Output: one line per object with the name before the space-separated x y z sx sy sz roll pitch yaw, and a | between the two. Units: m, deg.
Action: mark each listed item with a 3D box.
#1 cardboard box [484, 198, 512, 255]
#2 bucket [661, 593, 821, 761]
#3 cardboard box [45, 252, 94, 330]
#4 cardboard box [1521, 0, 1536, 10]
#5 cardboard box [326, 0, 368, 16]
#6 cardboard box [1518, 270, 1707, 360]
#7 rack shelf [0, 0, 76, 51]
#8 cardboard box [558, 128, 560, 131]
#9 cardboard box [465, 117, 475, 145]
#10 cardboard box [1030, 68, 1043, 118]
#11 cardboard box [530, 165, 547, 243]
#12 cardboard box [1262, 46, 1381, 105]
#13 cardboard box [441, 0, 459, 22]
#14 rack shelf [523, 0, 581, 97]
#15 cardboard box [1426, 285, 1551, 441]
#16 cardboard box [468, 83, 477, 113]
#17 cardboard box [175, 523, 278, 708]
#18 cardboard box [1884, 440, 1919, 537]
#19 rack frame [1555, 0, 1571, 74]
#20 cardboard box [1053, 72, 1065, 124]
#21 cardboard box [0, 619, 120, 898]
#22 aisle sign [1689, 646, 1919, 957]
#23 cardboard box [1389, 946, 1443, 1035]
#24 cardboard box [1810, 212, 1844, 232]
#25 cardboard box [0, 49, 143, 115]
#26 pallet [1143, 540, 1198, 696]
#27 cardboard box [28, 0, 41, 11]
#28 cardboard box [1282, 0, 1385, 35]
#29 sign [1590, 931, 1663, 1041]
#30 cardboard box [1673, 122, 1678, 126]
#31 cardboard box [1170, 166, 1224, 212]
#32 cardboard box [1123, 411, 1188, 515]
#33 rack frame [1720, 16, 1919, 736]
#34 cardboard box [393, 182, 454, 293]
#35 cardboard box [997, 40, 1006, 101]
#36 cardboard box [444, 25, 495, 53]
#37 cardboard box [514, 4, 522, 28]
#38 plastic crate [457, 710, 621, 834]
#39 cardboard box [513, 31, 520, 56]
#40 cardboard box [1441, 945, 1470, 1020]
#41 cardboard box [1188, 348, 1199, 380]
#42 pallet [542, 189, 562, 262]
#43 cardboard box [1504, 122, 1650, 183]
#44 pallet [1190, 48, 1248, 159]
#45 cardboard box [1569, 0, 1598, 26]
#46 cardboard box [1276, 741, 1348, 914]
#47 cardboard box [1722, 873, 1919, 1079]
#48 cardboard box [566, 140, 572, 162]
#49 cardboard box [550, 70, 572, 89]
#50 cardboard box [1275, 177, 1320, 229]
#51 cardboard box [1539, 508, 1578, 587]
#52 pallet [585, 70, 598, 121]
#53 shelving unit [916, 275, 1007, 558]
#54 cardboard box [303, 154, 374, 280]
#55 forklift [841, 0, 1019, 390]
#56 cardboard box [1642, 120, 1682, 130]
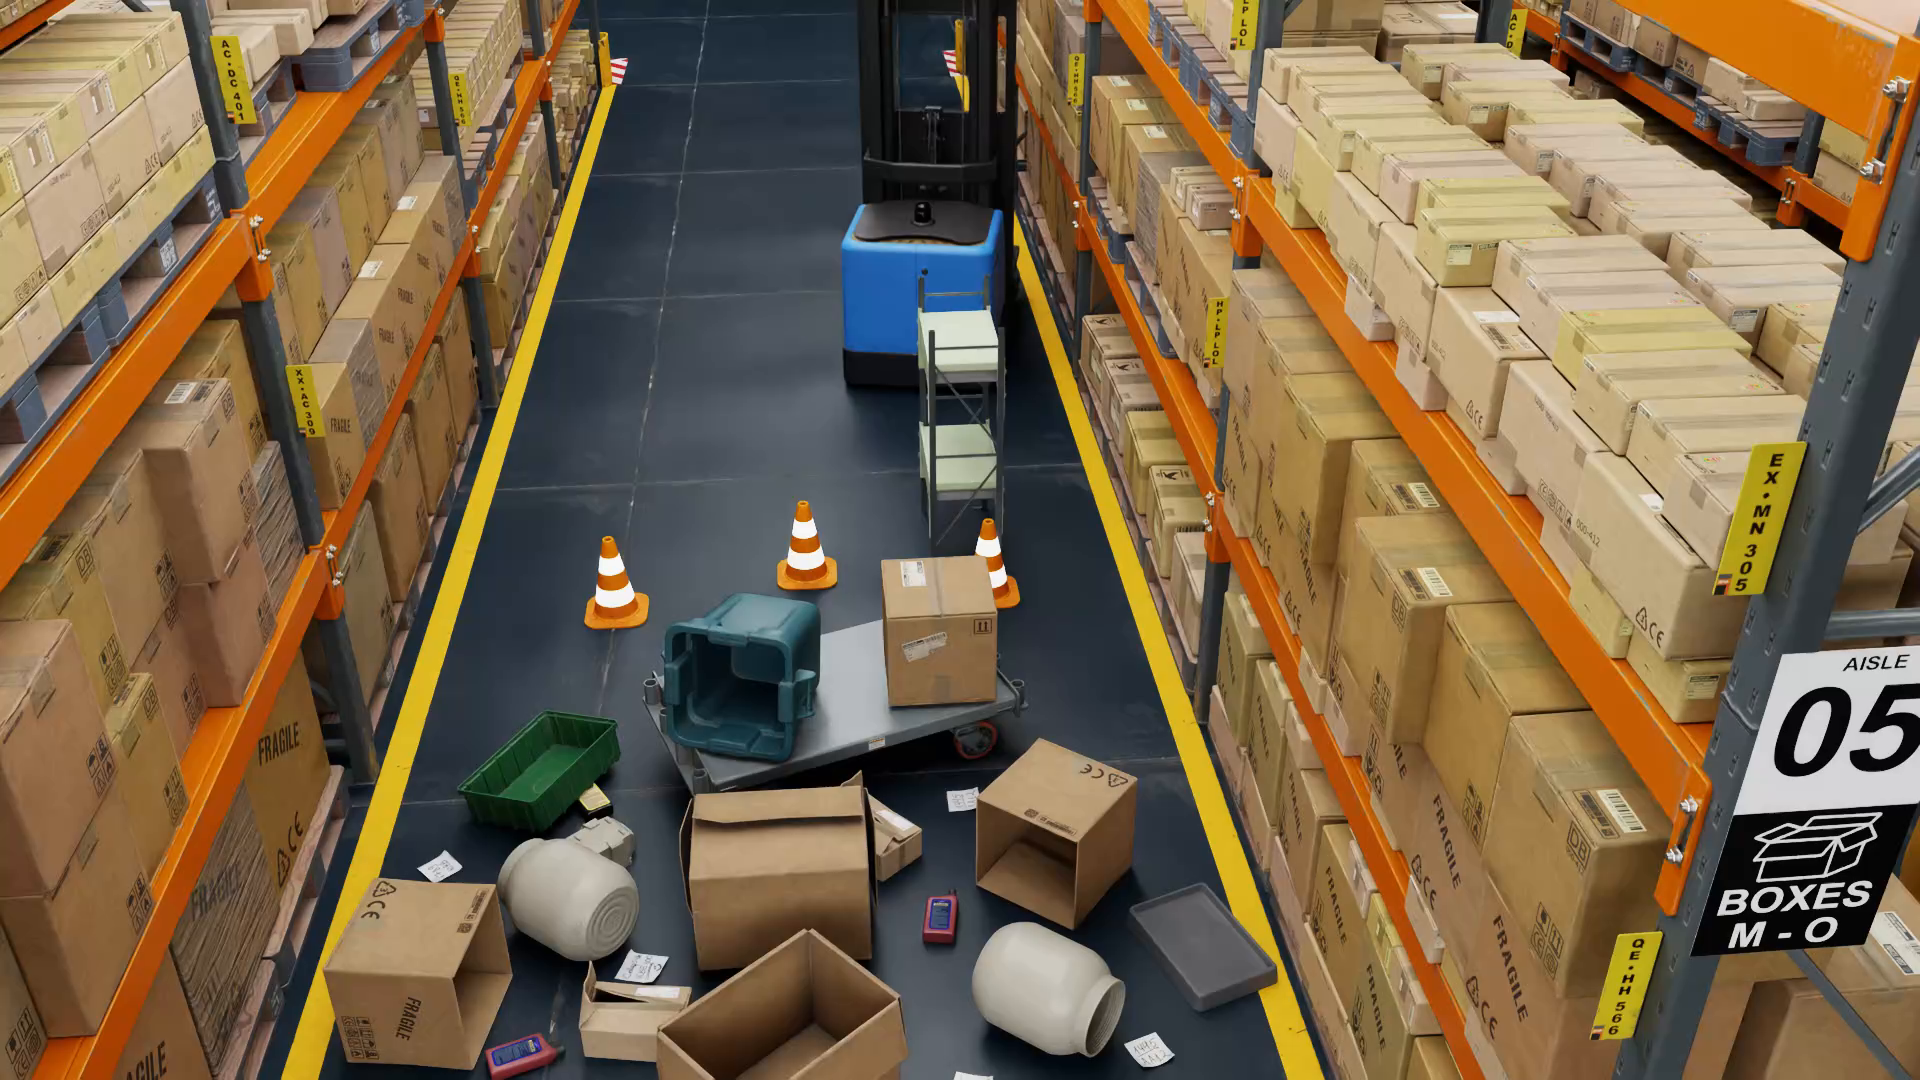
cardboard box | -3.496 -2.232 11.858 0.500 0.250 0.500 -3 31 -5
bucket | -0.944 0.574 7.574 0.726 0.611 0.620 8 22 13
cardboard box | -2.779 -0.720 4.843 0.380 0.149 0.250 -3 31 -5
cardboard box | 5.486 -5.057 15.536 0.380 0.149 0.250 -2 31 -3
cardboard box | -3.184 -2.860 8.083 0.500 0.500 0.500 -3 31 -5
cardboard box | 1.699 -0.585 4.347 0.380 0.149 0.250 -3 31 -5
rack shelf | -9.134 -4.748 15.476 1.077 0.370 4.000 -3 31 -5
cardboard box | -3.909 -3.892 15.422 0.380 0.149 0.250 -4 31 -7
cardboard box | -3.517 -2.765 11.290 0.380 0.149 0.250 -1 31 -2
cardboard box | 0.817 -3.427 12.709 0.500 0.250 0.500 -3 31 -5
cardboard box | -3.632 -2.702 13.376 0.500 0.500 0.500 -3 31 -6
cardboard box | 1.372 -1.772 6.334 0.380 0.149 0.250 -3 31 -5
cardboard box | -4.326 -4.626 14.182 0.500 0.500 0.500 -3 31 -5
rack shelf | -4.186 -4.934 15.788 1.077 0.370 4.000 -3 31 -5
cardboard box | 1.626 -0.505 4.602 0.500 0.250 0.500 -2 31 -3
cardboard box | -3.550 -3.040 11.459 0.380 0.149 0.250 -3 31 -4
cardboard box | -3.132 0.265 6.234 0.875 0.550 0.550 -3 31 -5
cardboard box | 2.211 -0.098 3.531 0.380 0.149 0.250 -3 31 -5
rack frame | 5.861 -4.751 14.778 1.000 3.000 0.127 -3 31 -5
cardboard box | 0.944 -3.116 11.700 0.500 0.250 0.500 -4 31 -6
cardboard box | -2.934 0.616 4.594 0.875 0.550 0.550 -3 31 -5
aisle sign | 1.758 0.545 3.377 0.394 0.787 0.004 -3 31 -5
cardboard box | 1.605 1.435 5.331 0.380 0.149 0.250 -2 31 -3
cardboard box | 6.497 -2.375 12.197 0.380 0.149 0.250 -1 31 -2
cardboard box | -2.854 -1.455 5.295 0.380 0.149 0.250 -3 31 -5
pallet | 1.593 0.373 8.919 1.003 0.211 1.213 -3 31 -5
cardboard box | -8.817 -5.024 15.481 0.380 0.149 0.250 -2 31 -4
cardboard box | 1.486 -2.335 7.058 0.500 0.250 0.500 -2 31 -3
sign | 1.486 0.999 3.715 0.100 0.325 0.005 -3 31 -5
cardboard box | 6.294 -3.575 14.206 0.380 0.149 0.250 -4 31 -7
cardboard box | 1.273 -1.771 8.360 0.380 0.149 0.250 -4 31 -7
cardboard box | 1.478 -0.468 9.762 0.950 0.372 0.625 -2 31 -3
rack frame | 2.041 -0.960 2.582 1.000 3.000 0.127 -3 31 -5
cardboard box | -3.271 -1.751 9.659 0.500 0.500 0.500 -3 31 -5
cardboard box | 0.801 -4.834 17.008 0.875 0.438 0.875 -2 31 -3
cardboard box | -3.646 -3.689 12.256 0.380 0.149 0.250 -4 31 -7
cardboard box | -3.766 -4.229 13.450 0.380 0.149 0.250 -2 31 -3
plastic crate | -1.931 1.071 7.718 0.450 0.188 0.662 4 30 26
cardboard box | -3.740 -3.969 13.305 0.380 0.149 0.250 -3 31 -4
cardboard box | 1.656 1.287 4.915 0.380 0.149 0.250 -3 31 -5
cardboard box | 1.337 -0.884 8.140 0.380 0.149 0.250 -4 31 -6
pallet | -3.925 -2.628 13.943 1.003 0.211 1.213 -3 31 -5
cardboard box | 2.027 -1.266 5.487 0.380 0.149 0.250 -3 31 -6
pallet | 1.715 -1.954 7.354 1.213 0.211 1.003 -3 31 -5
cardboard box | 5.684 -4.716 14.214 0.700 0.500 0.500 -2 31 -3
cardboard box | 1.562 1.103 6.518 0.500 0.500 0.500 -1 31 -2
cardboard box | 2.273 1.190 4.445 0.500 0.500 0.500 -3 31 -5
cardboard box | -3.738 -3.516 15.081 0.380 0.149 0.250 -2 31 -3
cardboard box | -3.946 -4.419 16.013 0.380 0.149 0.250 -3 31 -4
cardboard box | 1.418 -1.299 6.319 0.380 0.149 0.250 -3 31 -5
cardboard box | 1.682 0.004 4.138 0.380 0.149 0.250 -2 31 -3
pallet | -4.325 -4.612 17.265 1.003 0.211 1.213 -3 31 -5
shelving unit | 0.001 -0.640 9.360 0.431 1.500 0.755 -3 31 -5
cardboard box | -3.447 -1.642 8.501 0.700 0.500 0.500 -3 31 -5
forklift | -0.130 -3.015 11.940 1.130 2.935 3.031 3 31 5
cardboard box | 5.793 -3.404 13.919 0.380 0.149 0.250 -3 31 -5
